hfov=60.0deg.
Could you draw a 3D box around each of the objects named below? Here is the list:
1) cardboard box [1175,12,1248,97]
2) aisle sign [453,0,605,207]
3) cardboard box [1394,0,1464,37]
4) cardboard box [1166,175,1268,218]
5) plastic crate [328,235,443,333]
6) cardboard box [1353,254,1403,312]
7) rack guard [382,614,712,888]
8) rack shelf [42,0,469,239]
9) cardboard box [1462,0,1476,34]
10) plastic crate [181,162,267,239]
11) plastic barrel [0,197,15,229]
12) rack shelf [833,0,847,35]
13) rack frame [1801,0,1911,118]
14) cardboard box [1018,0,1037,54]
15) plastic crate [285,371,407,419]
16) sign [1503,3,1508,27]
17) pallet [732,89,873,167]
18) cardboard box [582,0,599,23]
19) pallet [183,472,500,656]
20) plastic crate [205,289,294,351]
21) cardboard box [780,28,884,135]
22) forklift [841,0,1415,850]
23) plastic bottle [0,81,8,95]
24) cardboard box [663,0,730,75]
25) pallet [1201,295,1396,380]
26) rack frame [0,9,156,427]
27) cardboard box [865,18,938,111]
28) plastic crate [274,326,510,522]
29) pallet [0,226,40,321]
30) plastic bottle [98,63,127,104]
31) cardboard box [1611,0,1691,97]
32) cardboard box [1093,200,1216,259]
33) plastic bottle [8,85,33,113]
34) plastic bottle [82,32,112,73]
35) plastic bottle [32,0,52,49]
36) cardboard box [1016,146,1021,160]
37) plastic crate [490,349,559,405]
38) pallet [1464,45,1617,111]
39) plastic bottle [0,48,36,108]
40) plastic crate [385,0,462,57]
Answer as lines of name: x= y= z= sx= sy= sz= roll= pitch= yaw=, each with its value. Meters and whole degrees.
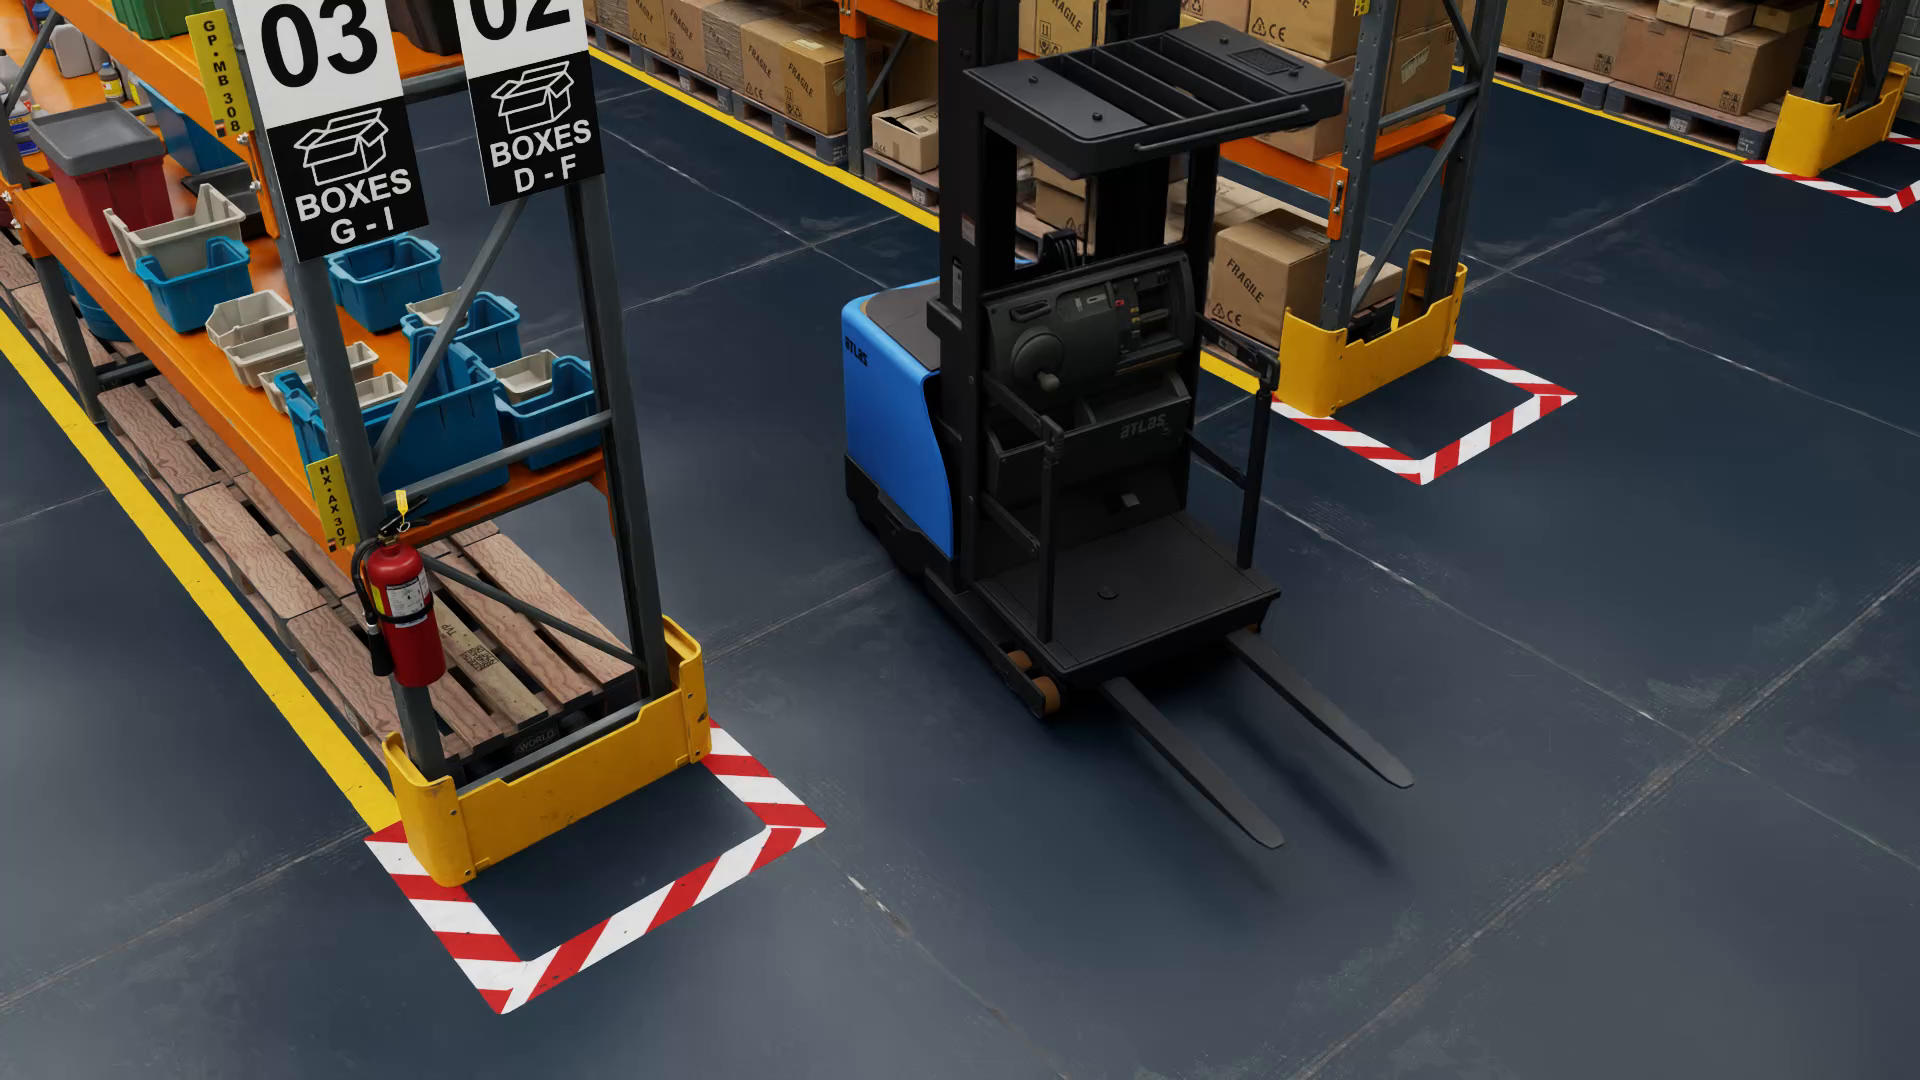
cardboard box: x=1.415 y=-2.468 z=8.552 sx=0.500 sy=0.500 sz=0.500 roll=-26 pitch=43 yaw=-31
aisle sign: x=-1.264 y=-1.397 z=4.878 sx=0.394 sy=0.787 sz=0.004 roll=-26 pitch=43 yaw=-32
cardboard box: x=2.164 y=-2.846 z=8.221 sx=0.500 sy=0.500 sz=0.500 roll=-25 pitch=42 yaw=-30
cardboard box: x=1.470 y=-1.948 z=9.903 sx=0.500 sy=0.250 sz=0.500 roll=-26 pitch=43 yaw=-32
plastic crate: x=-2.295 y=-1.026 z=6.697 sx=0.416 sy=0.233 sz=0.300 roll=-26 pitch=43 yaw=-32
cardboard box: x=2.242 y=-1.432 z=9.263 sx=0.380 sy=0.149 sz=0.250 roll=-26 pitch=43 yaw=-32
rack guard: x=-1.512 y=0.769 z=6.232 sx=1.175 sy=0.500 sz=0.348 roll=-26 pitch=43 yaw=-32
rack shelf: x=-2.828 y=-2.070 z=6.105 sx=1.077 sy=0.370 sz=4.000 roll=-26 pitch=43 yaw=-32
cardboard box: x=4.176 y=-4.278 z=12.994 sx=0.700 sy=0.500 sz=0.500 roll=-26 pitch=43 yaw=-32
plastic crate: x=-3.191 y=-1.541 z=7.517 sx=0.437 sy=0.125 sz=0.590 roll=-26 pitch=43 yaw=-32
plastic barrel: x=-5.642 y=-2.268 z=10.080 sx=0.600 sy=0.588 sz=0.708 roll=-26 pitch=43 yaw=-32
rack shelf: x=-1.623 y=-4.458 z=12.072 sx=1.077 sy=0.370 sz=4.000 roll=-26 pitch=43 yaw=-32
rack frame: x=6.031 y=-3.952 z=10.735 sx=1.000 sy=3.000 sz=0.127 roll=-26 pitch=43 yaw=-32
cardboard box: x=0.443 y=-3.136 z=9.497 sx=0.500 sy=0.500 sz=0.500 roll=-26 pitch=43 yaw=-32
plastic crate: x=-2.202 y=-0.466 z=5.989 sx=0.396 sy=0.136 sz=0.243 roll=-26 pitch=43 yaw=-32
sign: x=2.664 y=-2.658 z=8.159 sx=0.100 sy=0.325 sz=0.005 roll=-26 pitch=43 yaw=-32
pallet: x=-0.886 y=-3.076 z=11.910 sx=1.003 sy=0.211 sz=1.213 roll=-26 pitch=43 yaw=-32
cardboard box: x=-2.838 y=-4.487 z=13.272 sx=0.500 sy=0.500 sz=0.500 roll=-24 pitch=42 yaw=-30
pallet: x=-2.823 y=-0.036 z=7.618 sx=1.003 sy=0.211 sz=1.213 roll=-26 pitch=43 yaw=-32
plastic crate: x=-2.781 y=-0.837 z=6.513 sx=0.298 sy=0.136 sz=0.250 roll=-26 pitch=43 yaw=-32
cardboard box: x=-0.869 y=-3.139 z=11.369 sx=0.500 sy=0.500 sz=0.500 roll=-26 pitch=43 yaw=-32
forklift: x=0.627 y=-0.783 z=6.320 sx=1.130 sy=2.935 sz=3.031 roll=-18 pitch=39 yaw=-24
plastic bottle: x=-4.855 y=-2.187 z=8.350 sx=0.152 sy=0.276 sz=0.135 roll=-26 pitch=43 yaw=-32
cardboard box: x=-1.835 y=-3.806 z=12.311 sx=0.500 sy=0.500 sz=0.500 roll=-28 pitch=44 yaw=-33
pallet: x=1.685 y=-1.350 z=9.474 sx=1.003 sy=0.211 sz=1.213 roll=-26 pitch=43 yaw=-32
rack frame: x=-4.118 y=-2.023 z=8.011 sx=1.000 sy=3.000 sz=0.127 roll=-26 pitch=43 yaw=-32
cardboard box: x=-0.458 y=-3.333 z=11.642 sx=0.500 sy=0.500 sz=0.500 roll=-28 pitch=44 yaw=-34
plastic crate: x=-1.896 y=-0.374 z=5.600 sx=0.616 sy=0.435 sz=0.499 roll=-26 pitch=43 yaw=-32
pallet: x=-5.376 y=-1.780 z=10.081 sx=1.003 sy=0.211 sz=1.213 roll=-26 pitch=43 yaw=-32
plastic bottle: x=-4.445 y=-2.395 z=8.708 sx=0.097 sy=0.201 sz=0.097 roll=0 pitch=35 yaw=0
cardboard box: x=5.180 y=-3.596 z=12.031 sx=0.700 sy=0.500 sz=0.500 roll=-26 pitch=43 yaw=-32
cardboard box: x=1.120 y=-1.739 z=9.608 sx=0.500 sy=0.250 sz=0.500 roll=-26 pitch=43 yaw=-32
plastic bottle: x=-4.772 y=-2.211 z=8.449 sx=0.097 sy=0.201 sz=0.097 roll=0 pitch=35 yaw=0
plastic bottle: x=-4.724 y=-2.728 z=9.113 sx=0.152 sy=0.276 sz=0.135 roll=-26 pitch=43 yaw=-32
plastic bottle: x=-5.163 y=-2.922 z=9.391 sx=0.097 sy=0.271 sz=0.097 roll=0 pitch=35 yaw=0
cardboard box: x=0.540 y=-2.596 z=10.906 sx=0.380 sy=0.149 sz=0.250 roll=-26 pitch=43 yaw=-32
plastic crate: x=-1.589 y=-0.578 z=6.147 sx=0.250 sy=0.136 sz=0.298 roll=-26 pitch=43 yaw=-32
pallet: x=4.672 y=-3.676 z=12.758 sx=1.003 sy=0.211 sz=1.213 roll=-26 pitch=43 yaw=-32
plastic bottle: x=-4.851 y=-2.340 z=8.502 sx=0.144 sy=0.351 sz=0.185 roll=-26 pitch=43 yaw=-32
plastic crate: x=-1.573 y=-1.702 z=5.075 sx=0.497 sy=0.269 sz=0.590 roll=-26 pitch=43 yaw=-32
